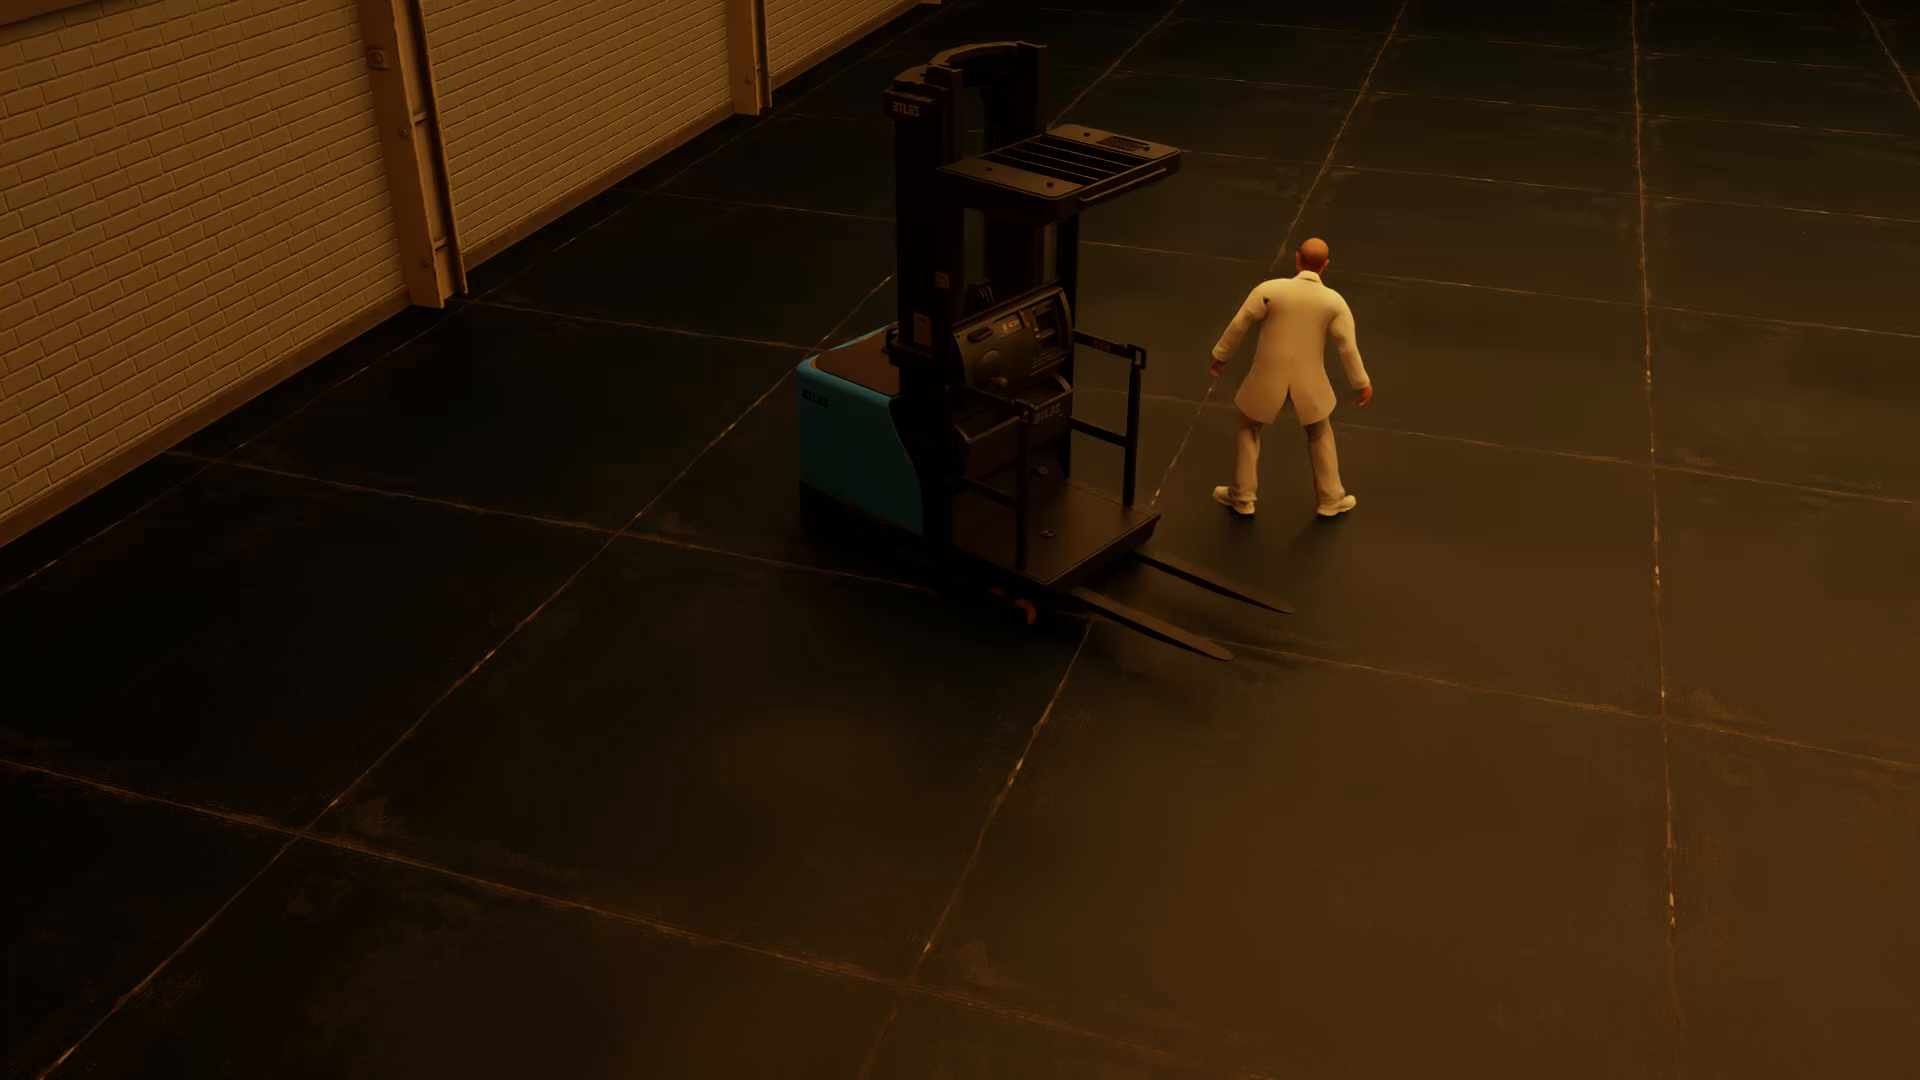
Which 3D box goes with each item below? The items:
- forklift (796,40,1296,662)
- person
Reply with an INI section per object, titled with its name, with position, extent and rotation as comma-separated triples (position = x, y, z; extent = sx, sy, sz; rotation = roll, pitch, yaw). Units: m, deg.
[forklift]
position = 0.459, -1.074, 9.021
extent = 3.031, 2.935, 1.130
rotation = 23, 37, 35
[person]
position = 2.009, -0.964, 10.090
extent = 0.985, 1.735, 0.409
rotation = 3, 30, 5
